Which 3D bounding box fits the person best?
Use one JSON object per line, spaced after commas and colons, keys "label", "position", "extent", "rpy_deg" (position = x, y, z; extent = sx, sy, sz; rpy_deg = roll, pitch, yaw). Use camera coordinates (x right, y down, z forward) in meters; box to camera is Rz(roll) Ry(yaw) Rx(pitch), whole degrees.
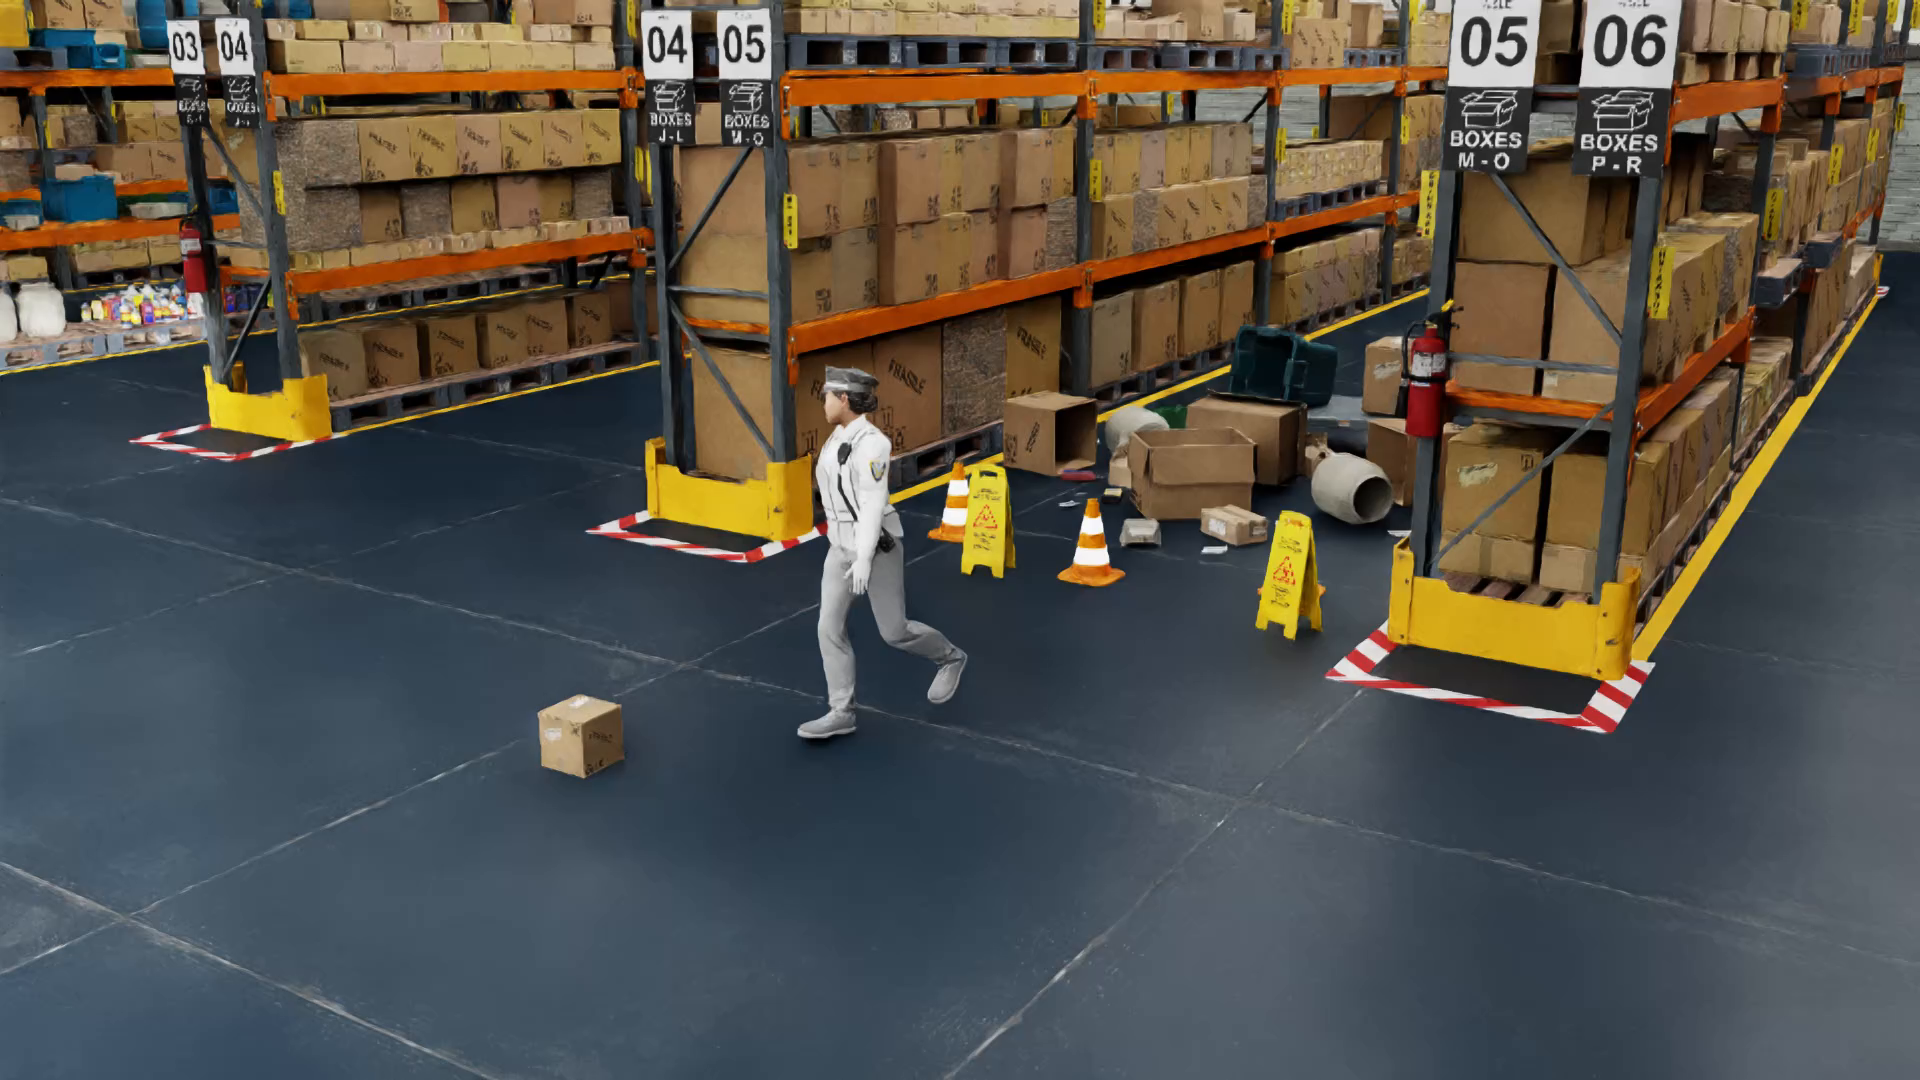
{"label": "person", "position": [-0.414, 0.025, 7.461], "extent": [0.890, 1.619, 0.483], "rpy_deg": [-13, 21, -37]}
